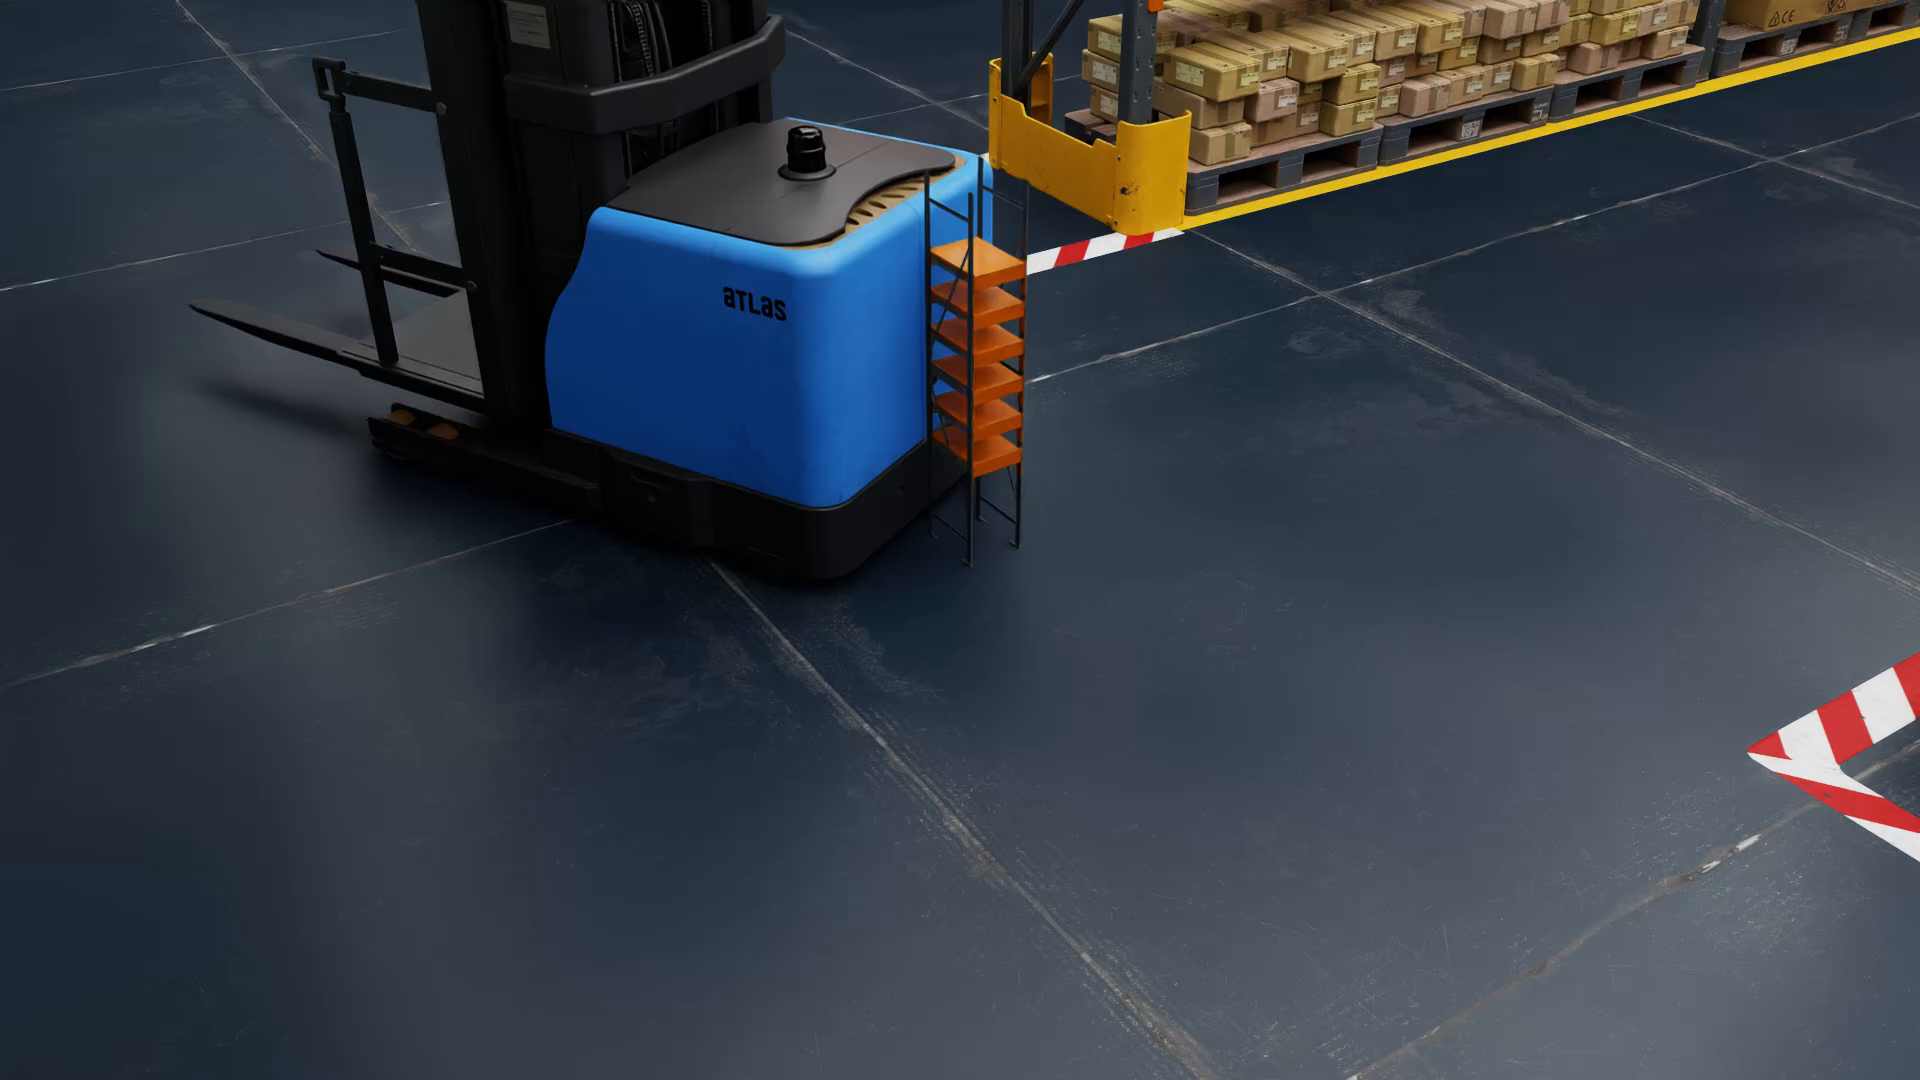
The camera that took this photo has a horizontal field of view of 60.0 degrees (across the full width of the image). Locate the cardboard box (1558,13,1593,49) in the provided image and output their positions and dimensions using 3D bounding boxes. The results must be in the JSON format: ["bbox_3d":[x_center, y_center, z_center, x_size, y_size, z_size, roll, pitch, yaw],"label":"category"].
[{"bbox_3d":[3.082,-2.718,8.746,0.250,0.149,0.380,-19,37,-27],"label":"cardboard box"}]

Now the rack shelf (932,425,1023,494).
[{"bbox_3d":[0.044,-0.263,5.076,0.180,0.103,0.258,-20,37,-28],"label":"rack shelf"}]

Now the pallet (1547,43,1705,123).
[{"bbox_3d":[3.330,-2.662,9.272,1.213,0.211,1.003,-19,37,-27],"label":"pallet"}]

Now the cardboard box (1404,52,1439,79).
[{"bbox_3d":[2.163,-2.435,8.298,0.250,0.149,0.380,-17,36,-25],"label":"cardboard box"}]

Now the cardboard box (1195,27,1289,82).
[{"bbox_3d":[1.304,-2.251,7.728,0.250,0.149,0.380,-18,37,-26],"label":"cardboard box"}]

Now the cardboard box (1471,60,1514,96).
[{"bbox_3d":[2.605,-2.413,8.542,0.250,0.149,0.380,-18,37,-26],"label":"cardboard box"}]

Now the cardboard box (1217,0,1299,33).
[{"bbox_3d":[1.464,-2.610,8.297,0.250,0.149,0.380,-21,38,-29],"label":"cardboard box"}]

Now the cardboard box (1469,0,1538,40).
[{"bbox_3d":[2.661,-2.645,8.353,0.250,0.149,0.380,-20,38,-29],"label":"cardboard box"}]

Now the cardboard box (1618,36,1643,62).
[{"bbox_3d":[3.466,-2.719,9.028,0.250,0.149,0.380,-18,36,-26],"label":"cardboard box"}]

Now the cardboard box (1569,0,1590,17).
[{"bbox_3d":[3.058,-2.848,8.675,0.250,0.149,0.380,-18,36,-26],"label":"cardboard box"}]

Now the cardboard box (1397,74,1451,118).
[{"bbox_3d":[2.201,-2.236,8.262,0.250,0.149,0.380,-21,38,-30],"label":"cardboard box"}]

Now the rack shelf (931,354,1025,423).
[{"bbox_3d":[0.044,-0.466,4.948,0.180,0.103,0.258,-20,37,-28],"label":"rack shelf"}]

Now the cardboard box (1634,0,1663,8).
[{"bbox_3d":[3.524,-2.964,8.857,0.250,0.149,0.380,-18,37,-27],"label":"cardboard box"}]

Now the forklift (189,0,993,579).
[{"bbox_3d":[-1.417,-1.688,5.178,3.031,2.935,1.130,17,36,25],"label":"forklift"}]

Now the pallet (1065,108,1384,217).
[{"bbox_3d":[1.279,-1.957,8.154,1.213,0.211,1.003,-19,37,-27],"label":"pallet"}]

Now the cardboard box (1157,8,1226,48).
[{"bbox_3d":[1.063,-2.432,8.015,0.250,0.149,0.380,-18,37,-26],"label":"cardboard box"}]

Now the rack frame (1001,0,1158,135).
[{"bbox_3d":[0.513,-2.895,7.028,0.127,3.000,1.000,-19,37,-27],"label":"rack frame"}]

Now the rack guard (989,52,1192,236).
[{"bbox_3d":[0.577,-1.860,7.730,0.348,0.500,1.175,-19,37,-27],"label":"rack guard"}]

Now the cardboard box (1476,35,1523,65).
[{"bbox_3d":[2.643,-2.567,8.507,0.250,0.149,0.380,-21,38,-29],"label":"cardboard box"}]

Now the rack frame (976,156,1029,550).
[{"bbox_3d":[0.120,-0.531,4.967,0.006,1.200,0.240,-20,37,-28],"label":"rack frame"}]

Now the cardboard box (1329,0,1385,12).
[{"bbox_3d":[1.941,-2.739,8.502,0.250,0.149,0.380,-20,38,-29],"label":"cardboard box"}]

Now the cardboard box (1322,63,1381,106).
[{"bbox_3d":[1.786,-2.219,7.956,0.250,0.149,0.380,-18,36,-26],"label":"cardboard box"}]

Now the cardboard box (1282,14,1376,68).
[{"bbox_3d":[1.749,-2.375,7.925,0.250,0.149,0.380,-21,38,-30],"label":"cardboard box"}]

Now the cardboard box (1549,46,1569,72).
[{"bbox_3d":[2.992,-2.592,8.827,0.250,0.149,0.380,-20,37,-28],"label":"cardboard box"}]

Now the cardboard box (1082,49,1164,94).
[{"bbox_3d":[0.802,-2.273,8.042,0.250,0.149,0.380,-20,37,-29],"label":"cardboard box"}]

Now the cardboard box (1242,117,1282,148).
[{"bbox_3d":[1.303,-1.987,7.867,0.250,0.149,0.380,-19,37,-27],"label":"cardboard box"}]

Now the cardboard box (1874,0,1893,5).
[{"bbox_3d":[5.517,-3.578,10.059,0.500,0.500,0.500,-18,37,-26],"label":"cardboard box"}]

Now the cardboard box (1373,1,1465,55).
[{"bbox_3d":[2.233,-2.507,8.134,0.250,0.149,0.380,-18,37,-27],"label":"cardboard box"}]

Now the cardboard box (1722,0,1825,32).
[{"bbox_3d":[4.640,-3.266,9.566,0.500,0.500,0.500,-17,36,-25],"label":"cardboard box"}]

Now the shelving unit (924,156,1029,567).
[{"bbox_3d":[0.044,-0.504,4.924,0.189,1.200,0.258,-20,37,-28],"label":"shelving unit"}]

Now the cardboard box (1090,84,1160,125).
[{"bbox_3d":[0.843,-2.113,8.066,0.250,0.149,0.380,-18,37,-26],"label":"cardboard box"}]

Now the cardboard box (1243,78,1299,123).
[{"bbox_3d":[1.353,-2.083,7.740,0.250,0.149,0.380,-19,37,-27],"label":"cardboard box"}]

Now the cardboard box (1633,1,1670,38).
[{"bbox_3d":[3.562,-2.832,8.927,0.250,0.149,0.380,-21,38,-29],"label":"cardboard box"}]

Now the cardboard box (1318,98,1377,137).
[{"bbox_3d":[1.782,-2.087,8.025,0.250,0.149,0.380,-18,37,-27],"label":"cardboard box"}]

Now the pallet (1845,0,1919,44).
[{"bbox_3d":[5.555,-3.452,10.525,1.213,0.211,1.003,-19,37,-27],"label":"pallet"}]

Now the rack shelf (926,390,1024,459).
[{"bbox_3d":[0.044,-0.365,5.012,0.180,0.103,0.258,-20,37,-28],"label":"rack shelf"}]
